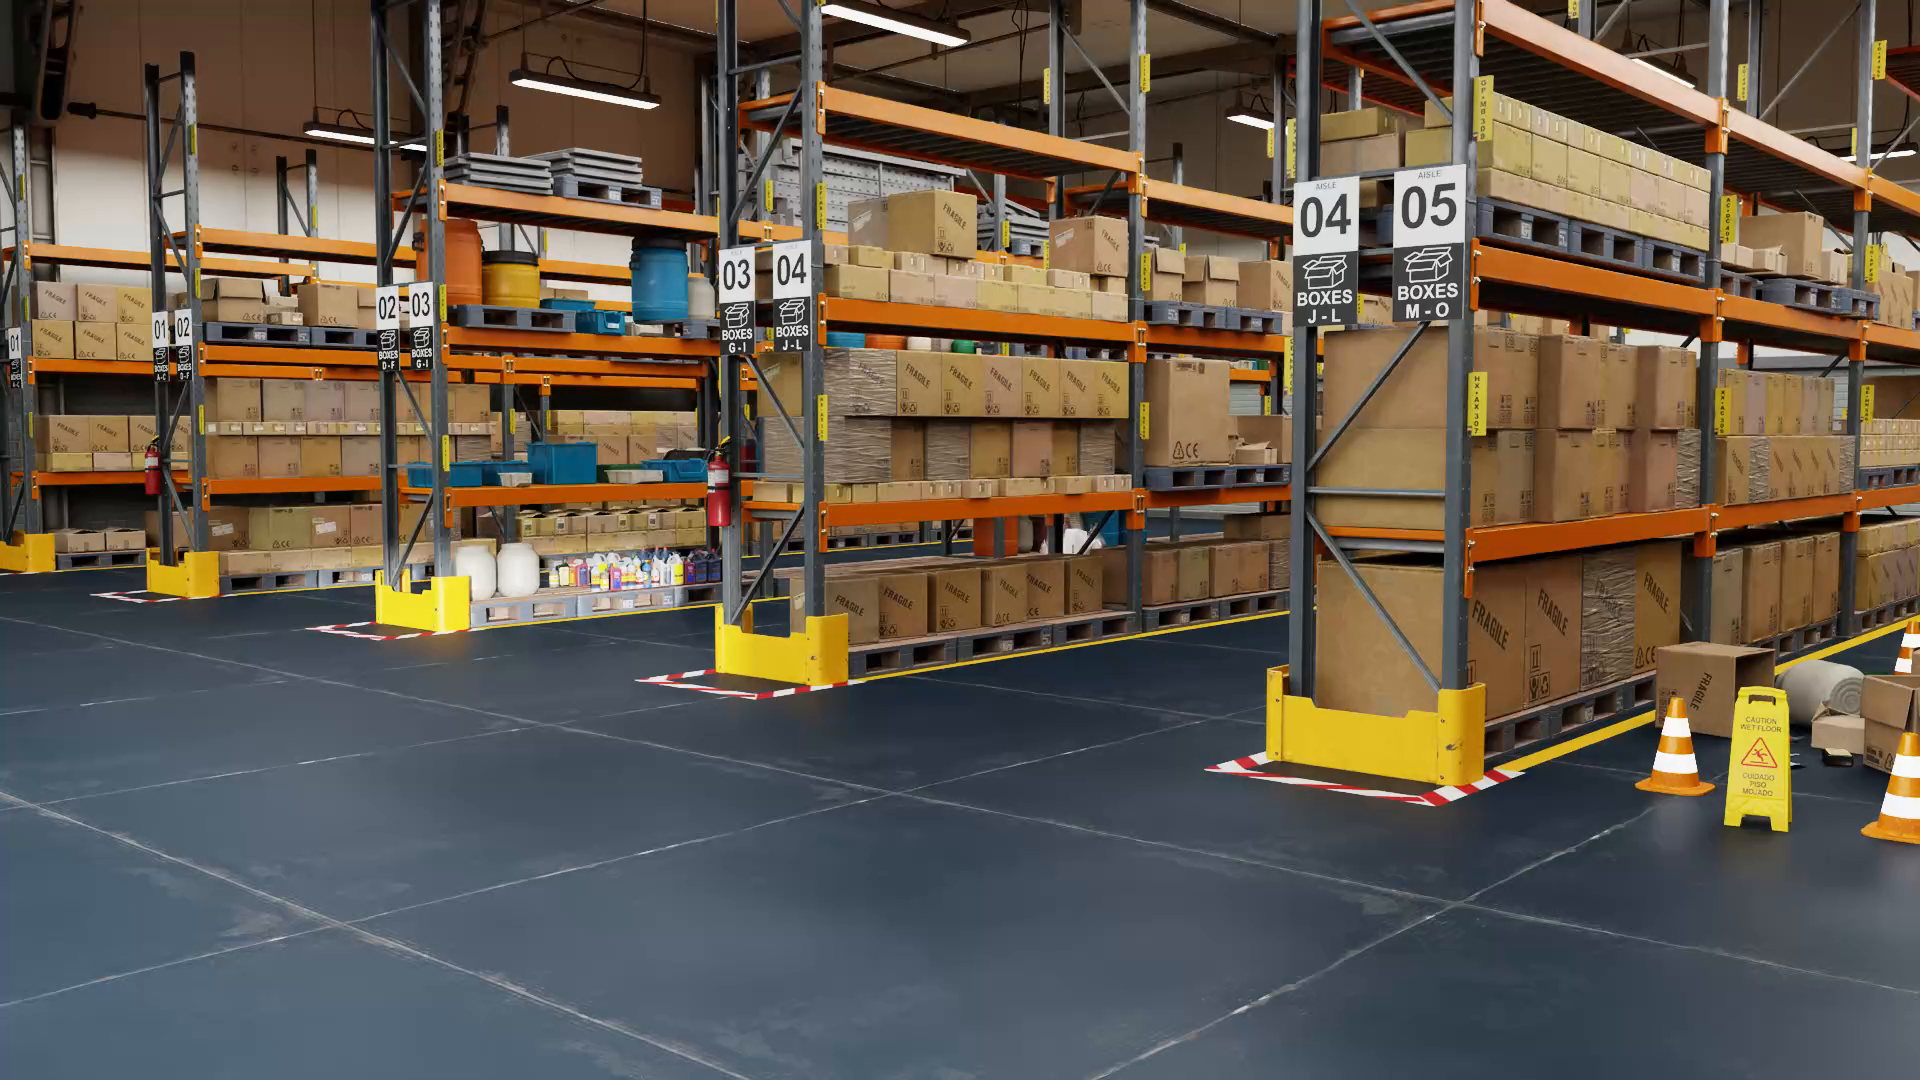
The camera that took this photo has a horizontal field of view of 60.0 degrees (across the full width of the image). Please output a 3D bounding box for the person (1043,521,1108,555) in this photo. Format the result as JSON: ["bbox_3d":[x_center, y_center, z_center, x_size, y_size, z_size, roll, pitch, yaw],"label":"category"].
[{"bbox_3d":[1.245,0.251,17.435,0.510,0.914,0.936,3,5,38],"label":"person"}]
